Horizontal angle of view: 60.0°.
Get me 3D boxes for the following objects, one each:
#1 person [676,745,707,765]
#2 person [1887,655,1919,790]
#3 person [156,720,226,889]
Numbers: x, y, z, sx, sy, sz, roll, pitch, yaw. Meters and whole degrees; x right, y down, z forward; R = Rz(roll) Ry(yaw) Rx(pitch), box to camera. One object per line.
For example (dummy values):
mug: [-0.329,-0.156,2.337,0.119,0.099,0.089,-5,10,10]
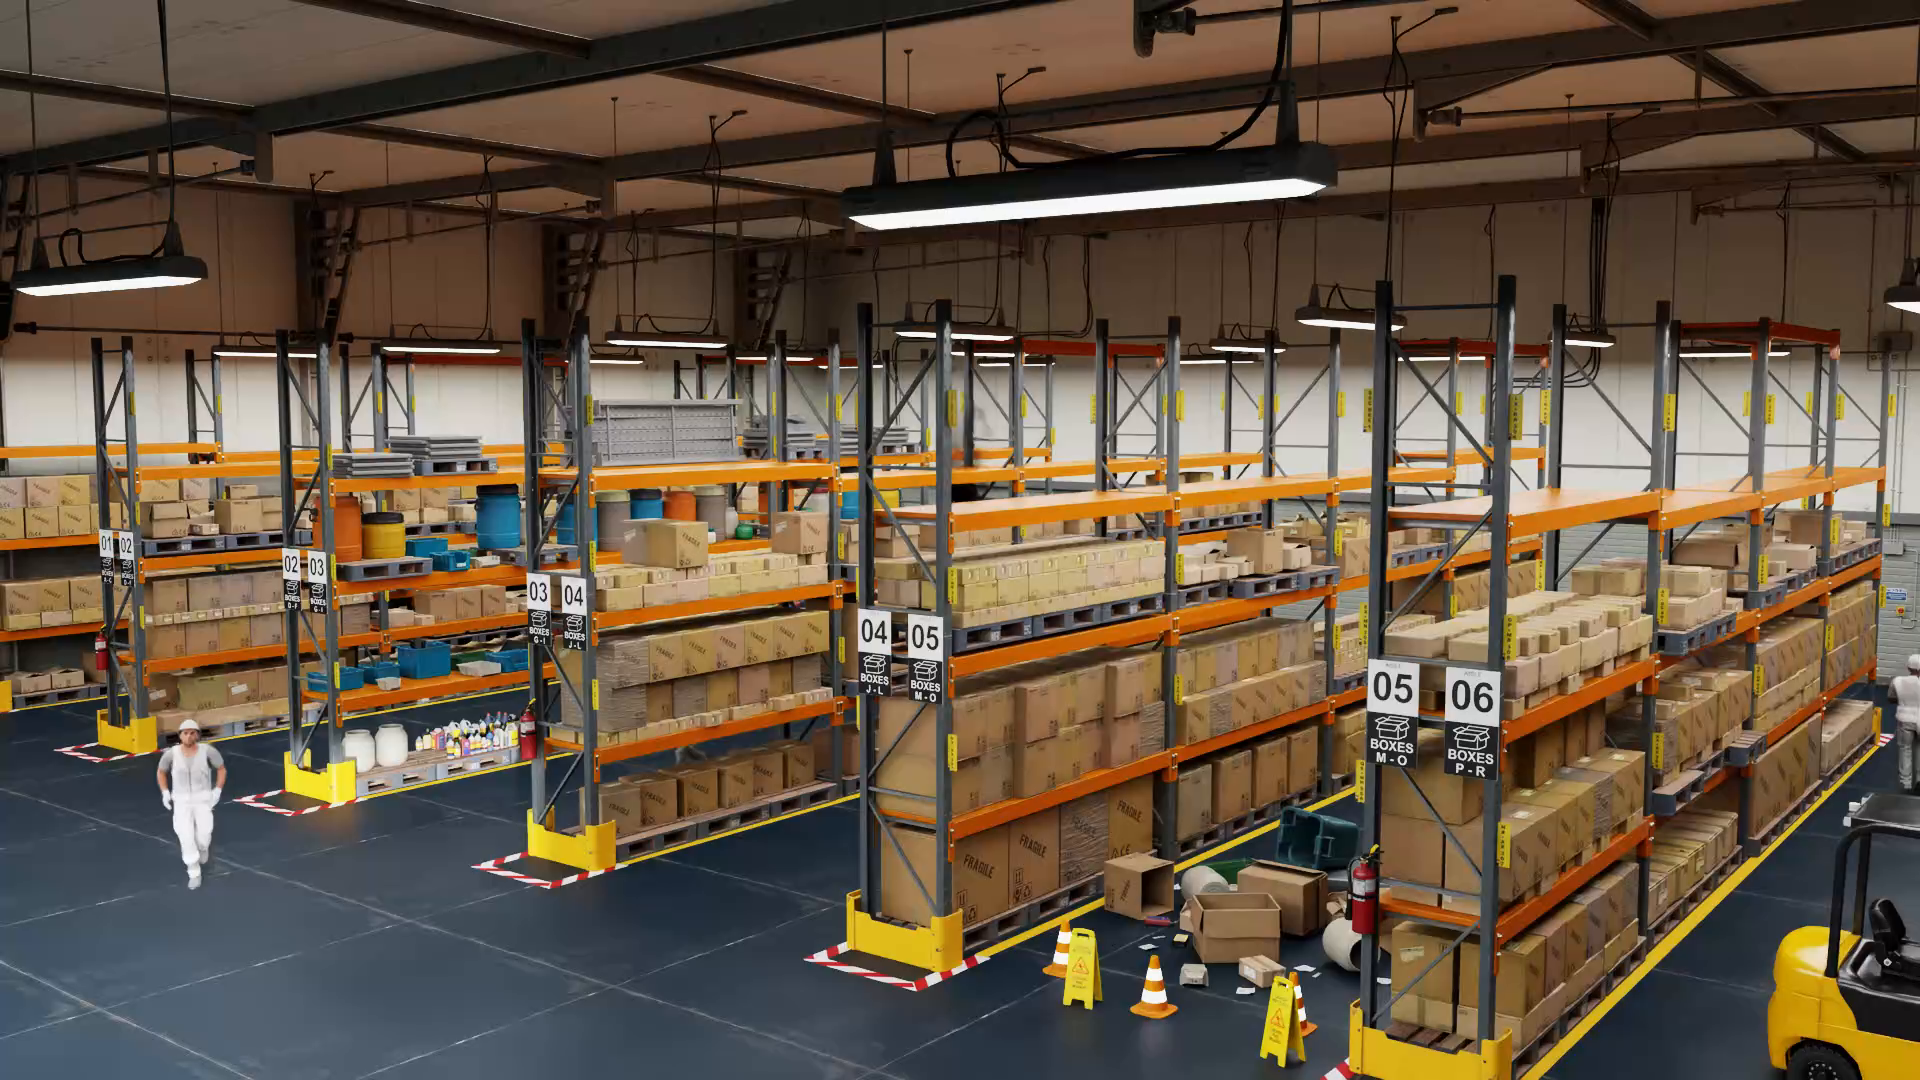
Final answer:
person: [-3.593,2.376,21.924,0.646,1.764,0.927,3,6,31]
person: [12.397,2.398,21.594,0.657,1.841,0.770,3,6,27]
person: [-8.175,2.772,17.709,0.680,1.770,0.740,-2,5,-23]
